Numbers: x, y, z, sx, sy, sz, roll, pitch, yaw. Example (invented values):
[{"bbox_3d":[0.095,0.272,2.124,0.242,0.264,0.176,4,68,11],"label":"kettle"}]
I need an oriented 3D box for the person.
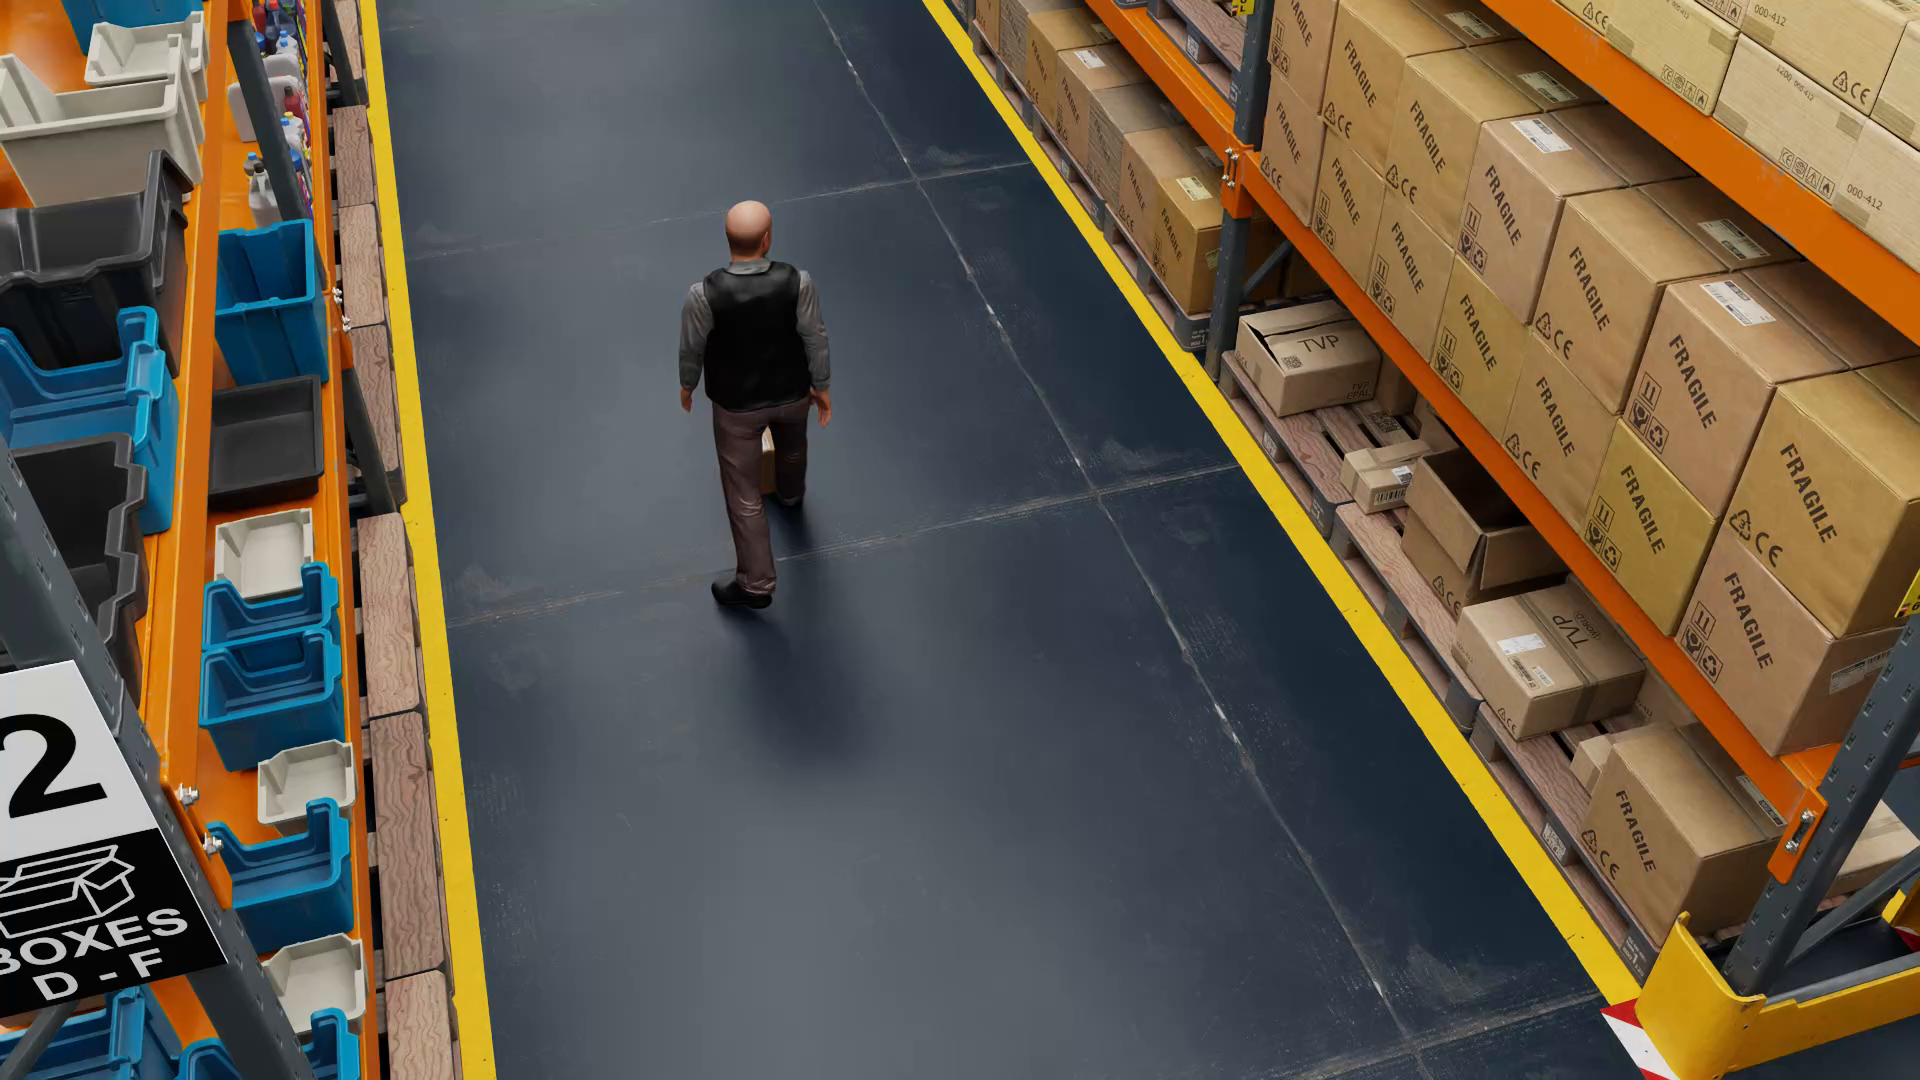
[{"bbox_3d":[-0.866,-0.605,6.864,0.640,1.691,0.927,-16,44,-17],"label":"person"}]
